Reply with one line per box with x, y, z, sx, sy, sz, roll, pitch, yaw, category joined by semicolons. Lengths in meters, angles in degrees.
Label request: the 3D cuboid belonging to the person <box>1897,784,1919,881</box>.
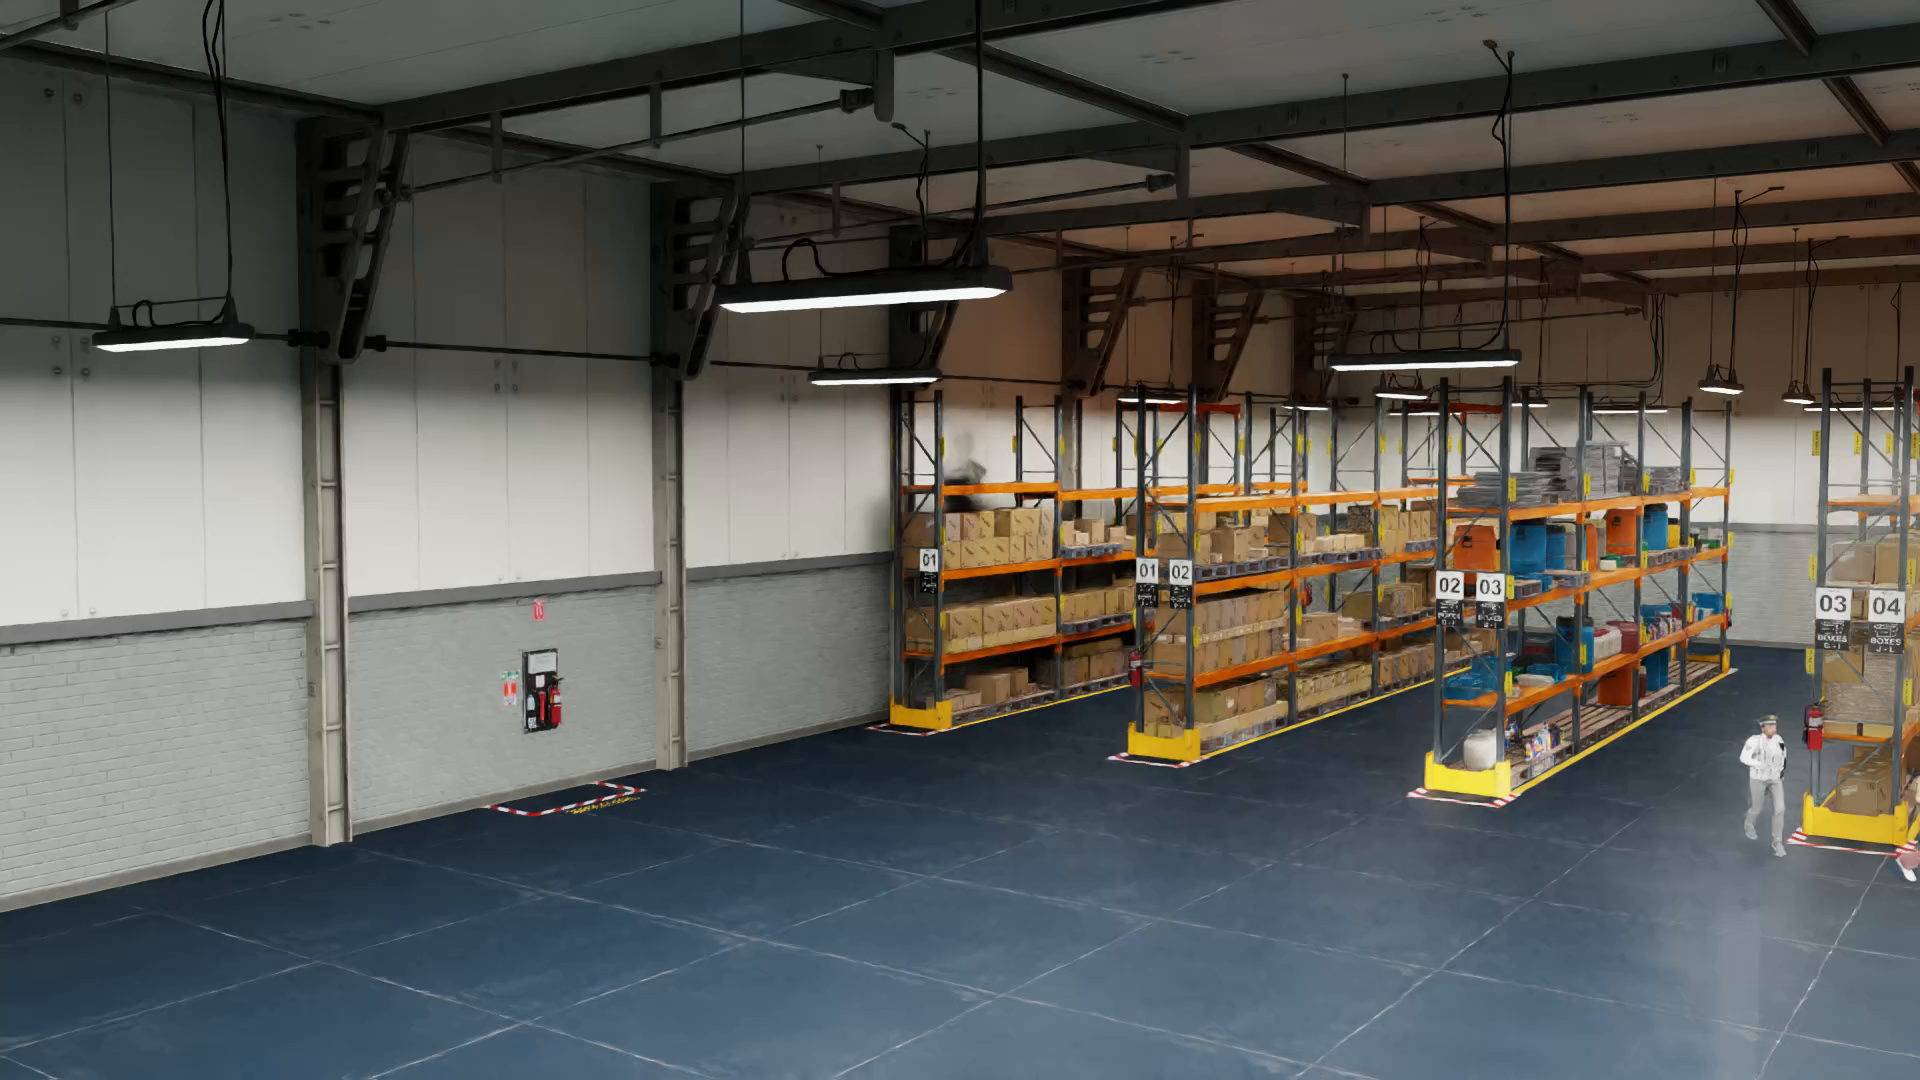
10.818;3.136;18.398;0.591;1.654;0.907;-1;3;-18;person

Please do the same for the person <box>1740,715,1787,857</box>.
10.015;3.004;20.683;0.644;1.709;0.898;0;3;3;person
